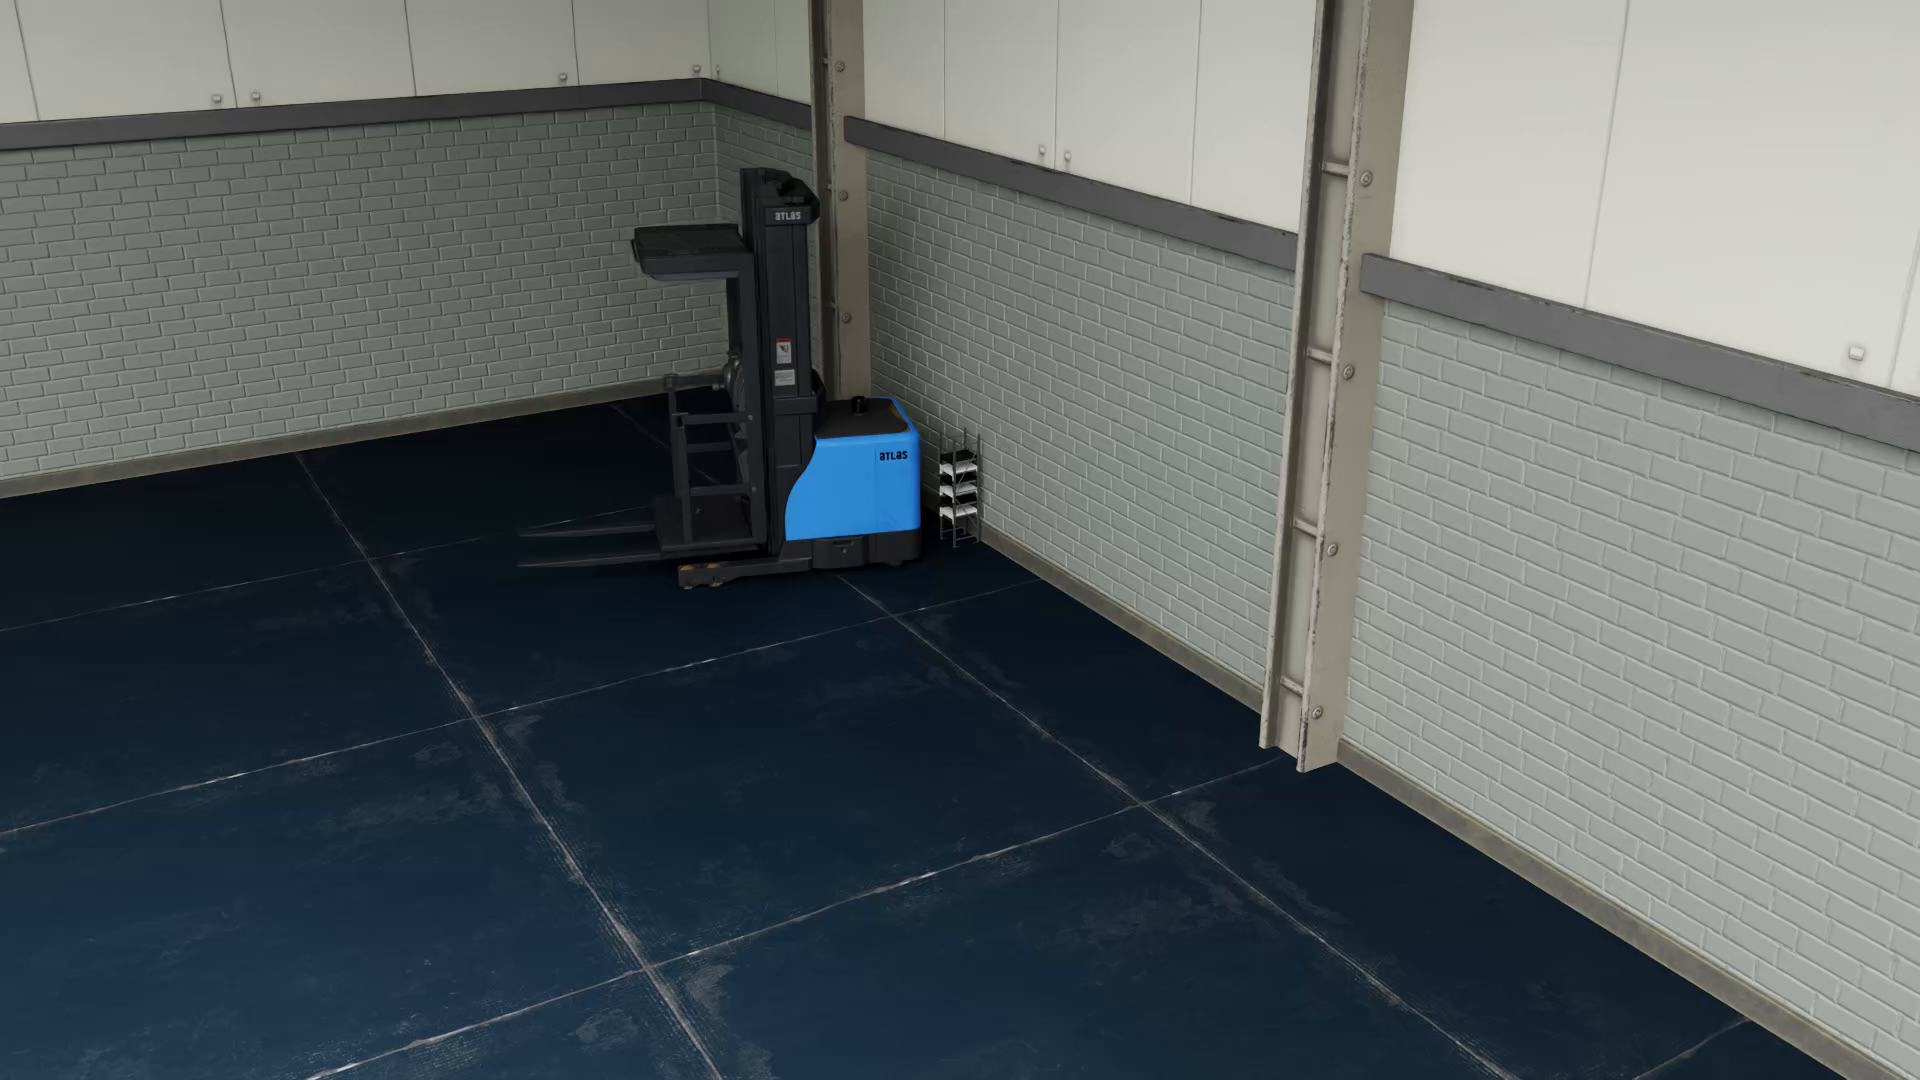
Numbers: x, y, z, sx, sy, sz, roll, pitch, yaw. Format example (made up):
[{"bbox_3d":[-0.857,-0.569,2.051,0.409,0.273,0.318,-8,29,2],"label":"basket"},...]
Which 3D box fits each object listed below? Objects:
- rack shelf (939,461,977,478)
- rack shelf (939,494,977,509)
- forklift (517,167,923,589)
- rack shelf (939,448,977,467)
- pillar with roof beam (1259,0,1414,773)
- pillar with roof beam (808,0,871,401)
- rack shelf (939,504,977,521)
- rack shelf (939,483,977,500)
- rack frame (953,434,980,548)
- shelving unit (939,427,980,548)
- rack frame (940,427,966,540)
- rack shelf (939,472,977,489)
[{"bbox_3d":[-0.002,-0.548,13.042,0.258,0.077,0.200,-13,25,-29],"label":"rack shelf"},{"bbox_3d":[-0.002,-0.298,13.144,0.258,0.077,0.200,-13,25,-29],"label":"rack shelf"},{"bbox_3d":[-1.859,-1.213,12.372,3.031,2.935,1.130,-5,23,-12],"label":"forklift"},{"bbox_3d":[-0.002,-0.631,13.008,0.258,0.077,0.200,-13,25,-29],"label":"rack shelf"},{"bbox_3d":[-1.640,-2.050,6.372,9.100,9.000,0.400,-13,25,-28],"label":"pillar with roof beam"},{"bbox_3d":[-4.705,-3.993,11.151,9.100,9.000,0.400,-13,25,-28],"label":"pillar with roof beam"},{"bbox_3d":[-0.002,-0.214,13.178,0.258,0.077,0.200,-13,25,-29],"label":"rack shelf"},{"bbox_3d":[-0.002,-0.381,13.110,0.258,0.077,0.200,-13,25,-29],"label":"rack shelf"},{"bbox_3d":[0.051,-0.379,13.017,0.240,0.900,0.006,-13,25,-29],"label":"rack frame"},{"bbox_3d":[-0.002,-0.412,13.097,0.258,0.900,0.210,-13,25,-29],"label":"shelving unit"},{"bbox_3d":[-0.055,-0.445,13.178,0.240,0.900,0.006,-13,25,-29],"label":"rack frame"},{"bbox_3d":[-0.002,-0.465,13.076,0.258,0.077,0.200,-13,25,-29],"label":"rack shelf"}]
